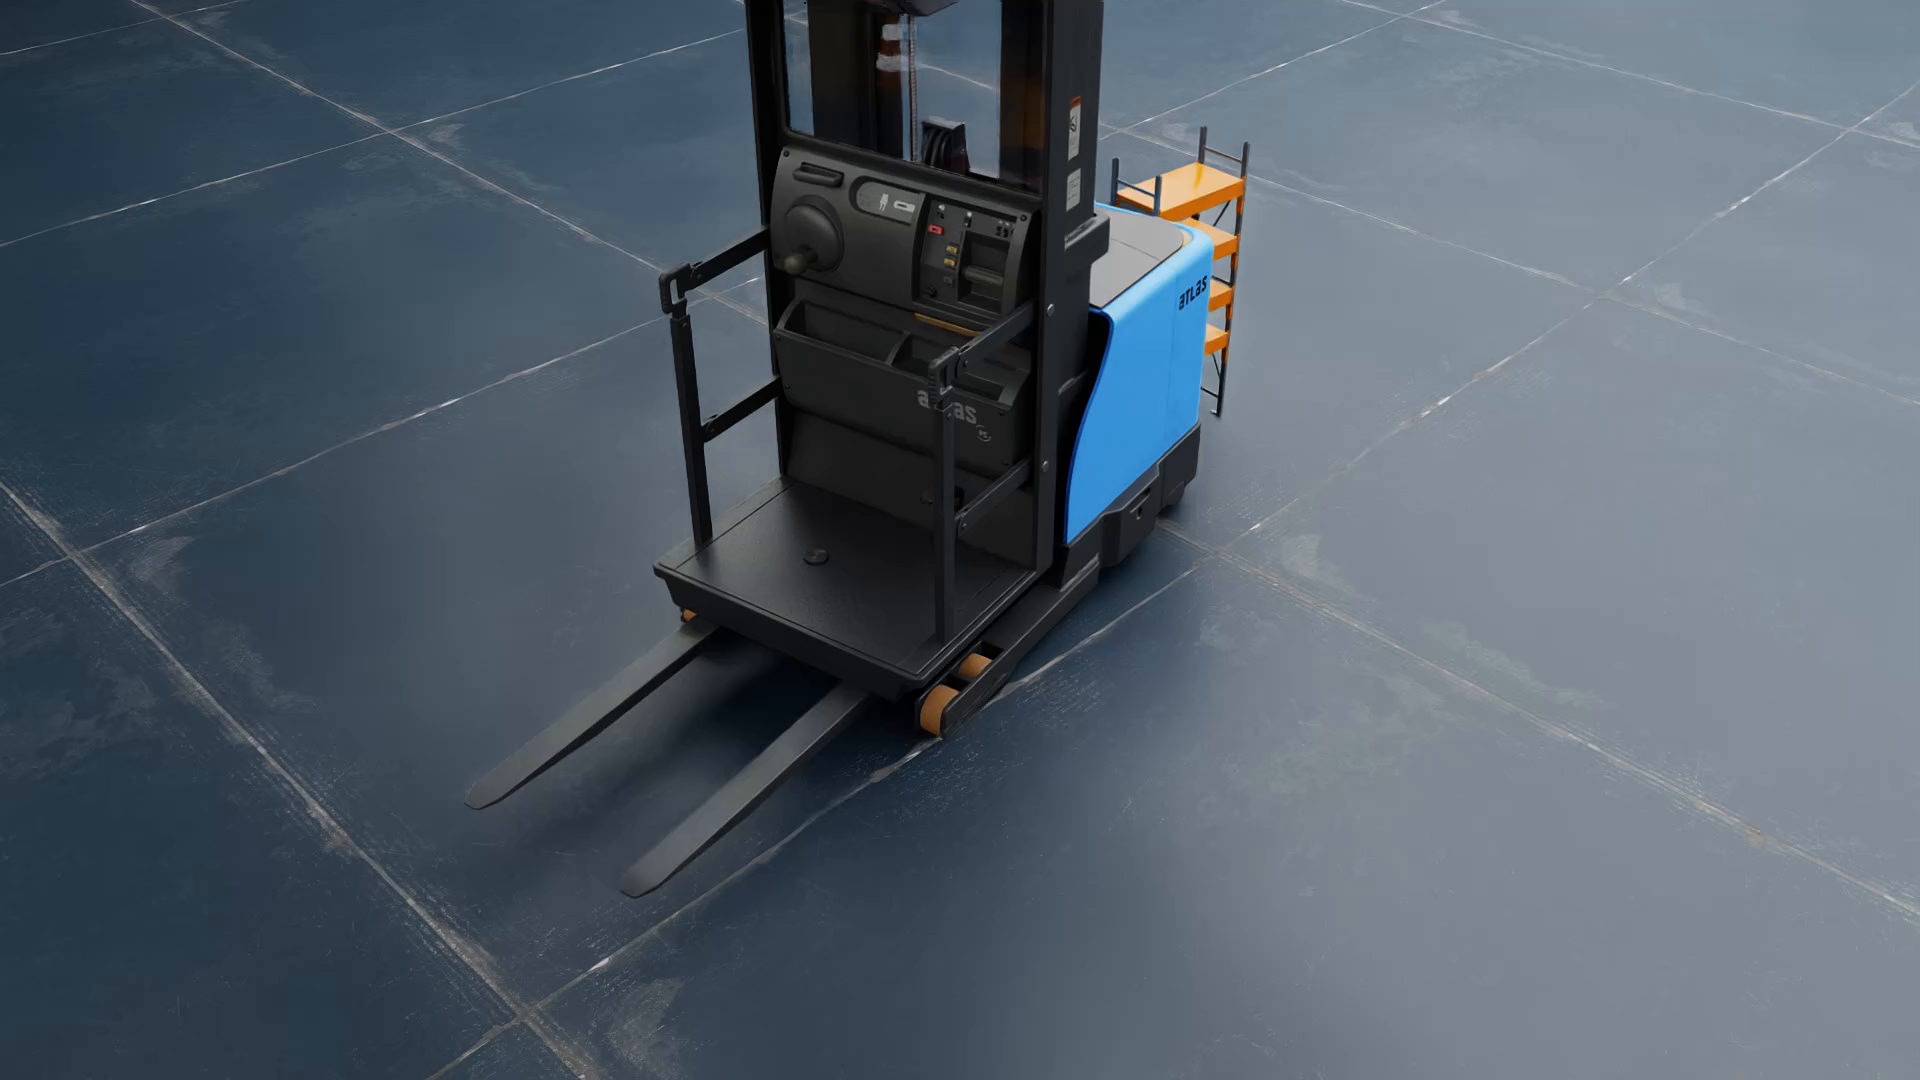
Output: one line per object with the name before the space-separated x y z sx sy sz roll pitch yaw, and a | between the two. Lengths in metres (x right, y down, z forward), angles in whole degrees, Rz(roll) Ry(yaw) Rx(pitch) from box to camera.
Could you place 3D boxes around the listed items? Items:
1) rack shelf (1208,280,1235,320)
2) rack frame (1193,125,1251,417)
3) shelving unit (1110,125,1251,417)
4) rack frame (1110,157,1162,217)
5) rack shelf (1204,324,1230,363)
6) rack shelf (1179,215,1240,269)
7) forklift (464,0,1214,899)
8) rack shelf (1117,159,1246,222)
rack shelf | 0.836 -0.918 6.635 0.480 0.148 0.258 -27 43 -33
rack frame | 1.020 -1.065 6.729 0.015 1.200 0.240 -27 43 -33
shelving unit | 0.836 -0.973 6.597 0.503 1.200 0.258 -27 43 -33
rack frame | 0.653 -0.881 6.465 0.015 1.200 0.240 -27 43 -33
rack shelf | 0.836 -0.755 6.749 0.480 0.148 0.258 -27 43 -33
rack shelf | 0.836 -1.102 6.507 0.480 0.148 0.258 -27 43 -33
forklift | -0.311 -0.880 4.949 1.130 2.935 3.031 21 40 27
rack shelf | 0.836 -1.296 6.372 0.480 0.148 0.258 -27 43 -33
